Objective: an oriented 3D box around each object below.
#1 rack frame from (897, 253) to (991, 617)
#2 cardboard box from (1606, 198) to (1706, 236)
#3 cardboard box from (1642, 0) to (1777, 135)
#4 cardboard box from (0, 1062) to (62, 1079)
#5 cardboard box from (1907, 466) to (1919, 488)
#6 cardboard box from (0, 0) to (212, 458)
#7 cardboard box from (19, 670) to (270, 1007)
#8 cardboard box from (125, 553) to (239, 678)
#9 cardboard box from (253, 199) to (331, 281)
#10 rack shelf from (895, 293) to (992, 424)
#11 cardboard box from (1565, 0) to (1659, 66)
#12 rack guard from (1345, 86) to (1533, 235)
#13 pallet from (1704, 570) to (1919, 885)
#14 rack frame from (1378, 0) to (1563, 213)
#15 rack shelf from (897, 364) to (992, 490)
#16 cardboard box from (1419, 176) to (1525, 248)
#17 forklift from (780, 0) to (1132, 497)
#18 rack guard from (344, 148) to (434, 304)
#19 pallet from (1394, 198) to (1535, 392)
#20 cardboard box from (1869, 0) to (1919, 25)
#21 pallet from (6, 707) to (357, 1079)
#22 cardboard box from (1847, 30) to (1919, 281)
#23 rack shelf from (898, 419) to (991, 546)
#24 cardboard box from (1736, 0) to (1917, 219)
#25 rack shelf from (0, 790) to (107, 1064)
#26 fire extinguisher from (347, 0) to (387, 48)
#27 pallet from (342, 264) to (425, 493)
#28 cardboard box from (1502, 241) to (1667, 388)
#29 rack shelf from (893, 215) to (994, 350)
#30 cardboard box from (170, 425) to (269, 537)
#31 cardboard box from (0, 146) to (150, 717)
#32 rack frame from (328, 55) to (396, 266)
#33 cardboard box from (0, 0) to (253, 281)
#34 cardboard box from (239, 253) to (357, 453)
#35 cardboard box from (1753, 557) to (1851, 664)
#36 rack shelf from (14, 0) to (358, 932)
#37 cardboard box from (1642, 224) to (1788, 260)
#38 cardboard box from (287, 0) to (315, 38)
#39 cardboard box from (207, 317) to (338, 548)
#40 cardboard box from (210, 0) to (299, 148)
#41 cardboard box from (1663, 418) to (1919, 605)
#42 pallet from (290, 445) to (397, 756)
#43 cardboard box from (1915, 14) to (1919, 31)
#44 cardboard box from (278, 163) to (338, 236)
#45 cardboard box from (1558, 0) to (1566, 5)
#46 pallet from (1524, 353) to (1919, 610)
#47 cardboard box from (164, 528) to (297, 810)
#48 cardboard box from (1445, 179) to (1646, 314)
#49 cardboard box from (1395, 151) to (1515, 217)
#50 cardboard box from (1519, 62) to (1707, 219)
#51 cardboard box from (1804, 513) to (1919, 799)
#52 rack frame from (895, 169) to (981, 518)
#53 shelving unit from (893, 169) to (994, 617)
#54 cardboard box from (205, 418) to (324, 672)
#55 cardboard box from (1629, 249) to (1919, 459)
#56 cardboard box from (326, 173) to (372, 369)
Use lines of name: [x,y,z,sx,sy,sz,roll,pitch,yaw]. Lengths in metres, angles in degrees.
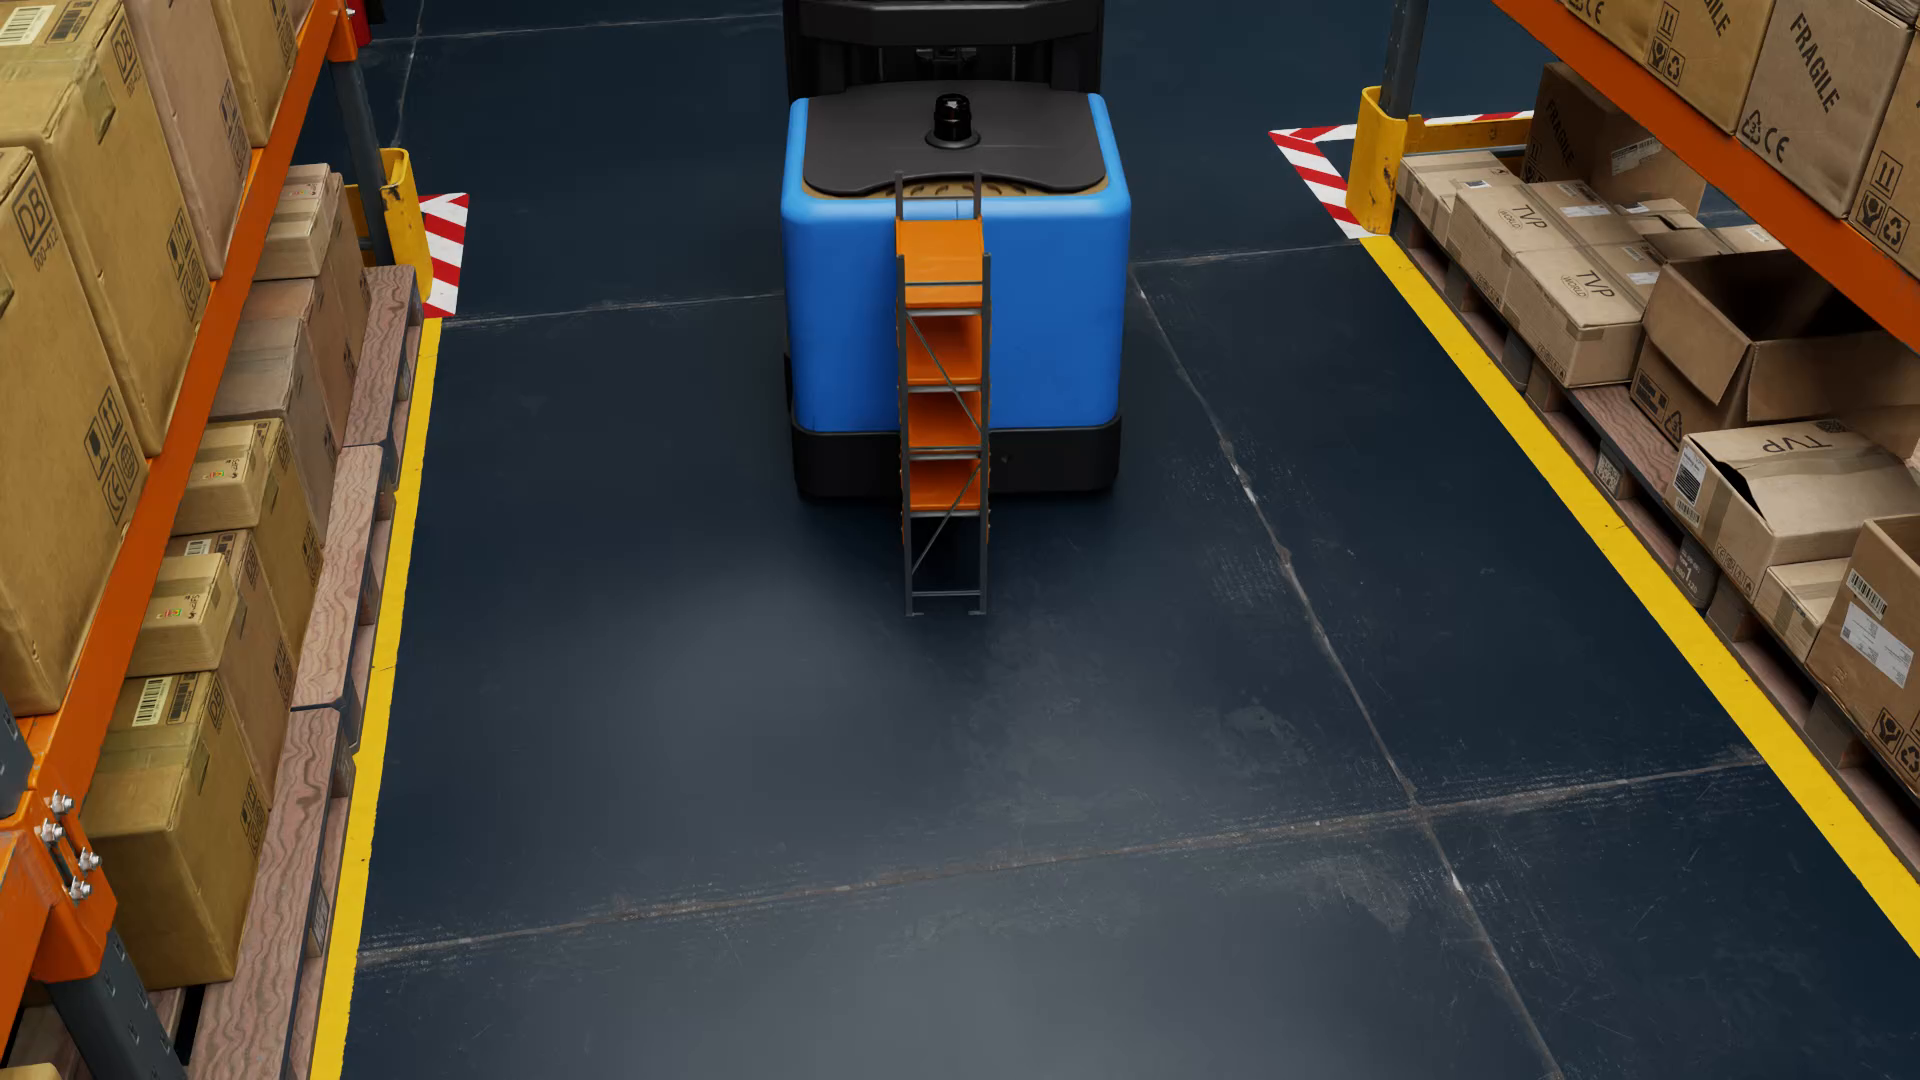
rack frame: [-0.041,-0.251,4.595,0.240,1.200,0.015,-1,38,-2]
cardboard box: [2.544,-1.150,6.236,0.380,0.166,0.250,-6,38,-8]
cardboard box: [2.309,-1.478,4.626,0.500,0.500,0.500,-6,38,-7]
cardboard box: [-1.709,1.361,2.463,0.750,0.750,0.750,-6,38,-7]
cardboard box: [2.903,-0.089,4.870,0.380,0.166,0.250,-6,38,-8]
cardboard box: [-2.153,-0.590,3.320,0.980,0.700,0.700,-7,38,-9]
cardboard box: [-1.982,0.658,3.653,0.700,0.500,0.500,-6,38,-7]
cardboard box: [-1.862,0.175,3.746,0.380,0.149,0.250,-5,38,-6]
cardboard box: [-2.184,-0.927,5.165,0.380,0.149,0.250,-5,38,-7]
rack shelf: [-0.051,-0.524,4.692,0.258,0.148,0.480,-1,38,-2]
cardboard box: [2.223,-1.780,5.015,0.500,0.500,0.500,-6,38,-8]
rack guard: [2.237,-1.618,6.926,1.175,0.500,0.348,-6,38,-8]
pallet: [2.805,0.451,4.498,1.003,0.211,1.213,-6,38,-8]
rack frame: [2.224,-2.652,6.218,1.000,3.000,0.127,-6,38,-8]
rack shelf: [-0.051,-0.347,4.829,0.258,0.148,0.480,-1,38,-2]
cardboard box: [2.003,-1.266,6.385,0.380,0.166,0.250,-6,38,-8]
forklift: [-0.066,-2.177,5.663,1.130,2.935,3.031,-1,38,-2]
rack guard: [-2.657,-1.144,6.315,1.175,0.500,0.348,-6,38,-8]
pallet: [2.378,-1.023,6.395,1.003,0.211,1.213,-6,38,-8]
cardboard box: [2.401,-1.561,3.918,0.500,0.500,0.500,-6,38,-8]
pallet: [-2.008,0.933,3.877,1.003,0.211,1.213,-6,38,-8]
cardboard box: [2.493,-0.861,3.831,0.500,0.500,0.500,-5,38,-7]
rack shelf: [-0.051,-0.191,4.951,0.258,0.148,0.480,-1,38,-2]
cardboard box: [2.401,-1.171,4.230,0.500,0.500,0.500,-5,38,-7]
rack shelf: [-1.601,1.792,1.085,1.077,0.370,4.000,-6,38,-8]
fire extinguisher: [-2.225,-2.079,5.849,0.296,0.674,0.183,-6,38,-8]
pallet: [-2.435,-0.541,5.774,1.003,0.211,1.213,-6,38,-8]
cardboard box: [2.215,-0.776,5.687,0.500,0.250,0.500,-6,38,-8]
rack shelf: [-0.051,-0.711,4.546,0.258,0.148,0.480,-1,38,-2]
cardboard box: [-1.954,-0.140,4.151,0.380,0.149,0.250,-7,38,-9]
cardboard box: [-2.030,-0.148,2.751,0.980,0.700,0.700,-6,38,-7]
rack frame: [-2.653,-2.116,5.529,1.000,3.000,0.127,-6,38,-8]
cardboard box: [-2.290,-1.028,3.884,0.980,0.700,0.700,-8,39,-10]
cardboard box: [-2.344,-0.581,5.248,0.700,0.500,0.500,-6,38,-8]
cardboard box: [2.421,0.183,4.535,0.380,0.149,0.250,-6,38,-8]
rack shelf: [-2.302,-0.624,4.195,1.077,0.370,4.000,-6,38,-8]
cardboard box: [2.698,-0.860,5.795,0.500,0.250,0.500,-6,38,-8]
cardboard box: [-2.553,-1.928,5.042,0.980,0.700,0.700,-5,38,-6]
cardboard box: [-2.255,-0.277,4.857,0.700,0.500,0.500,-7,38,-9]
cardboard box: [-2.415,-1.490,4.478,0.980,0.700,0.700,-7,38,-8]
cardboard box: [2.414,-0.114,4.785,0.500,0.311,0.500,-6,38,-8]
pallet: [-2.225,0.195,4.827,1.003,0.211,1.213,-6,38,-8]
cardboard box: [2.489,-1.257,3.526,0.500,0.500,0.500,-7,38,-9]
cardboard box: [-2.230,-1.081,5.363,0.380,0.149,0.250,-7,38,-8]
cardboard box: [2.137,-2.084,5.405,0.500,0.500,0.500,-7,38,-8]
pallet: [2.588,-0.288,5.448,1.003,0.211,1.213,-6,38,-8]
cardboard box: [-2.066,0.354,4.044,0.700,0.500,0.500,-7,38,-8]
cardboard box: [2.127,-1.078,6.076,0.500,0.250,0.500,-6,38,-8]
cardboard box: [1.959,-1.410,6.585,0.380,0.149,0.250,-6,38,-8]
cardboard box: [2.561,-1.536,6.461,0.500,0.500,0.500,-6,38,-8]
cardboard box: [2.546,0.264,4.144,0.500,0.500,0.500,-6,38,-8]
rack frame: [-0.061,-0.550,4.980,0.240,1.200,0.015,-1,38,-2]
shelving unit: [-0.051,-0.401,4.788,0.258,1.200,0.503,-1,38,-2]
cardboard box: [-2.154,0.044,4.443,0.700,0.500,0.500,-5,38,-7]
cardboard box: [2.590,-0.558,5.199,0.797,0.503,0.637,-6,38,-8]
cardboard box: [-2.431,-0.883,5.637,0.700,0.500,0.500,-6,38,-8]
